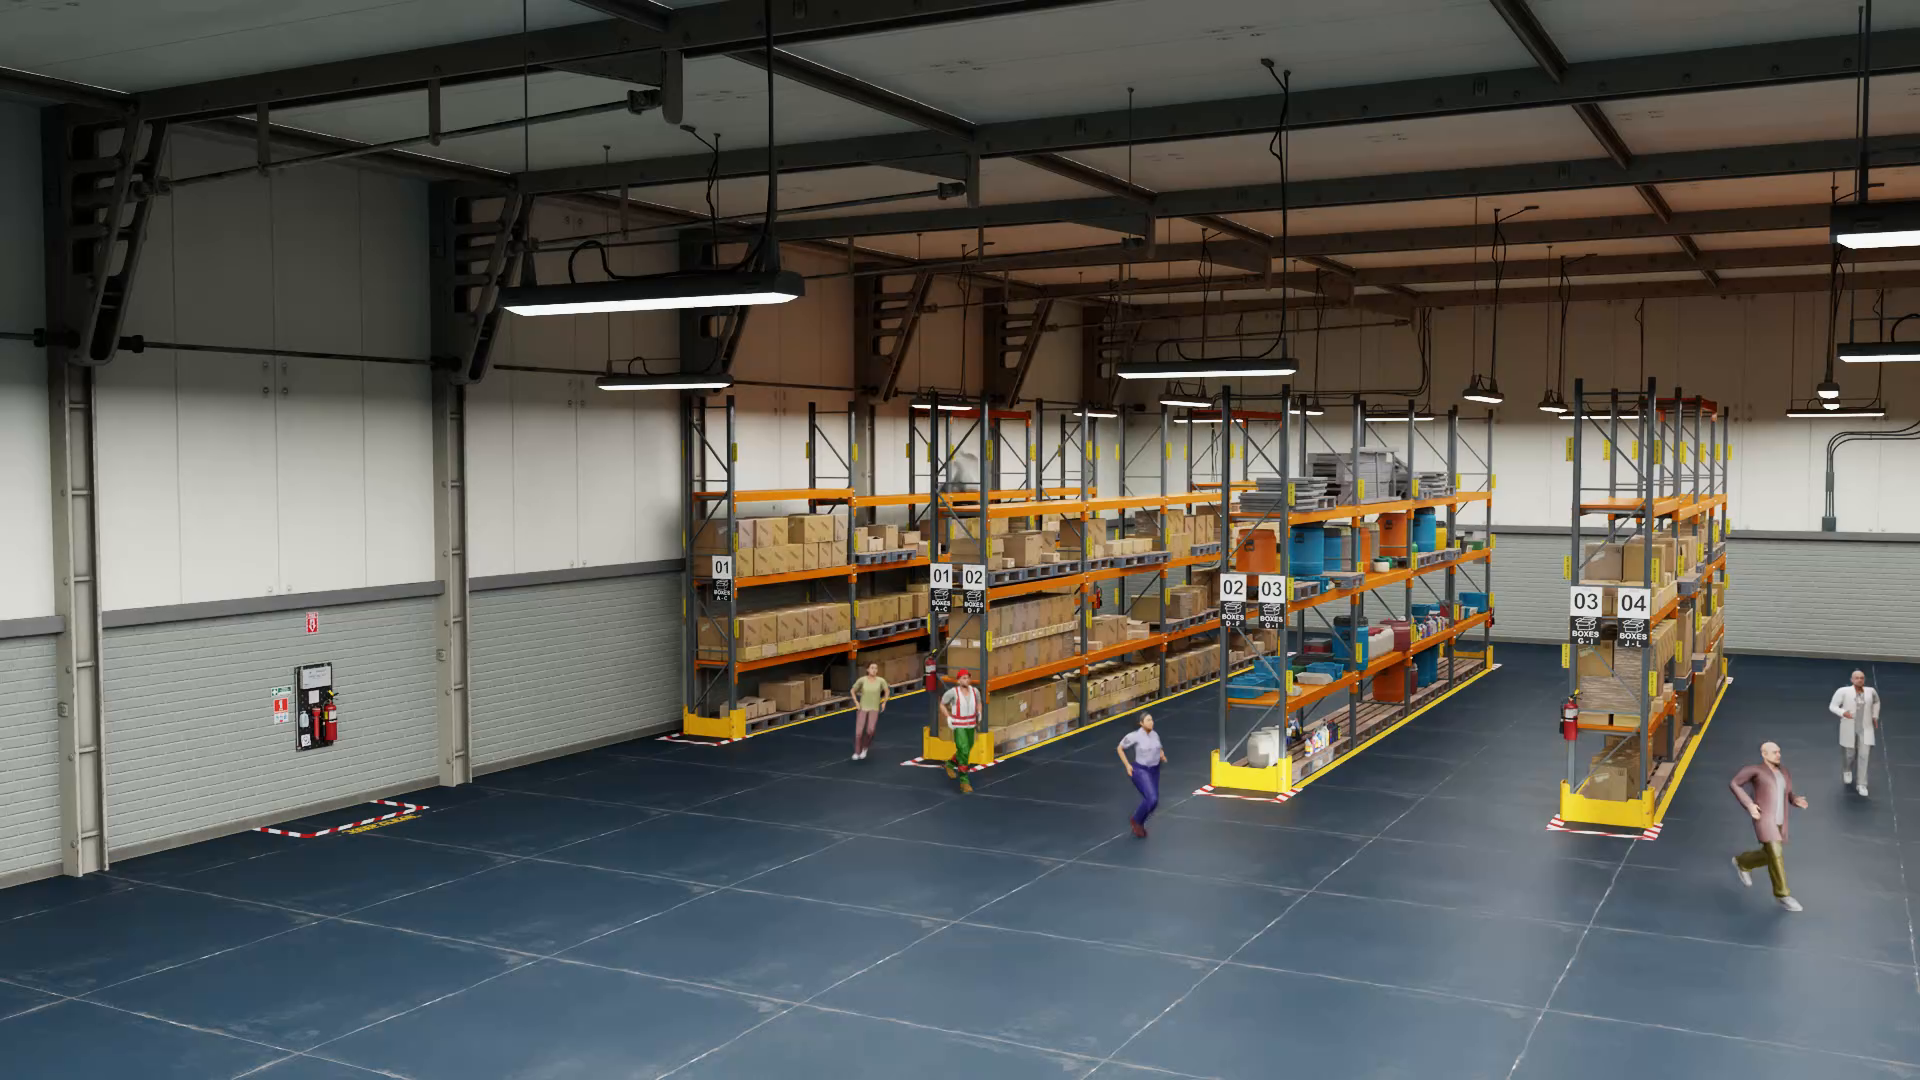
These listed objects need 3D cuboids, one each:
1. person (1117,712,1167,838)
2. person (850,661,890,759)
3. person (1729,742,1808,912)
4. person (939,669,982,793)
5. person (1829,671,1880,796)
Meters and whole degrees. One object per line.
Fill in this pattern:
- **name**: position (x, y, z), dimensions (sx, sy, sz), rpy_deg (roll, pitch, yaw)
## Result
- **person**: position (2.422, 3.053, 21.560), dimensions (0.586, 1.612, 0.647), rpy_deg (-3, 4, -40)
- **person**: position (-1.464, 2.814, 26.987), dimensions (0.638, 1.522, 0.573), rpy_deg (0, 3, -2)
- **person**: position (8.990, 3.138, 18.522), dimensions (0.710, 1.787, 1.035), rpy_deg (-1, 3, -21)
- **person**: position (0.026, 2.806, 24.792), dimensions (0.656, 1.813, 0.858), rpy_deg (-2, 3, -30)
- **person**: position (13.188, 2.805, 24.479), dimensions (0.704, 1.771, 1.015), rpy_deg (1, 3, 19)
